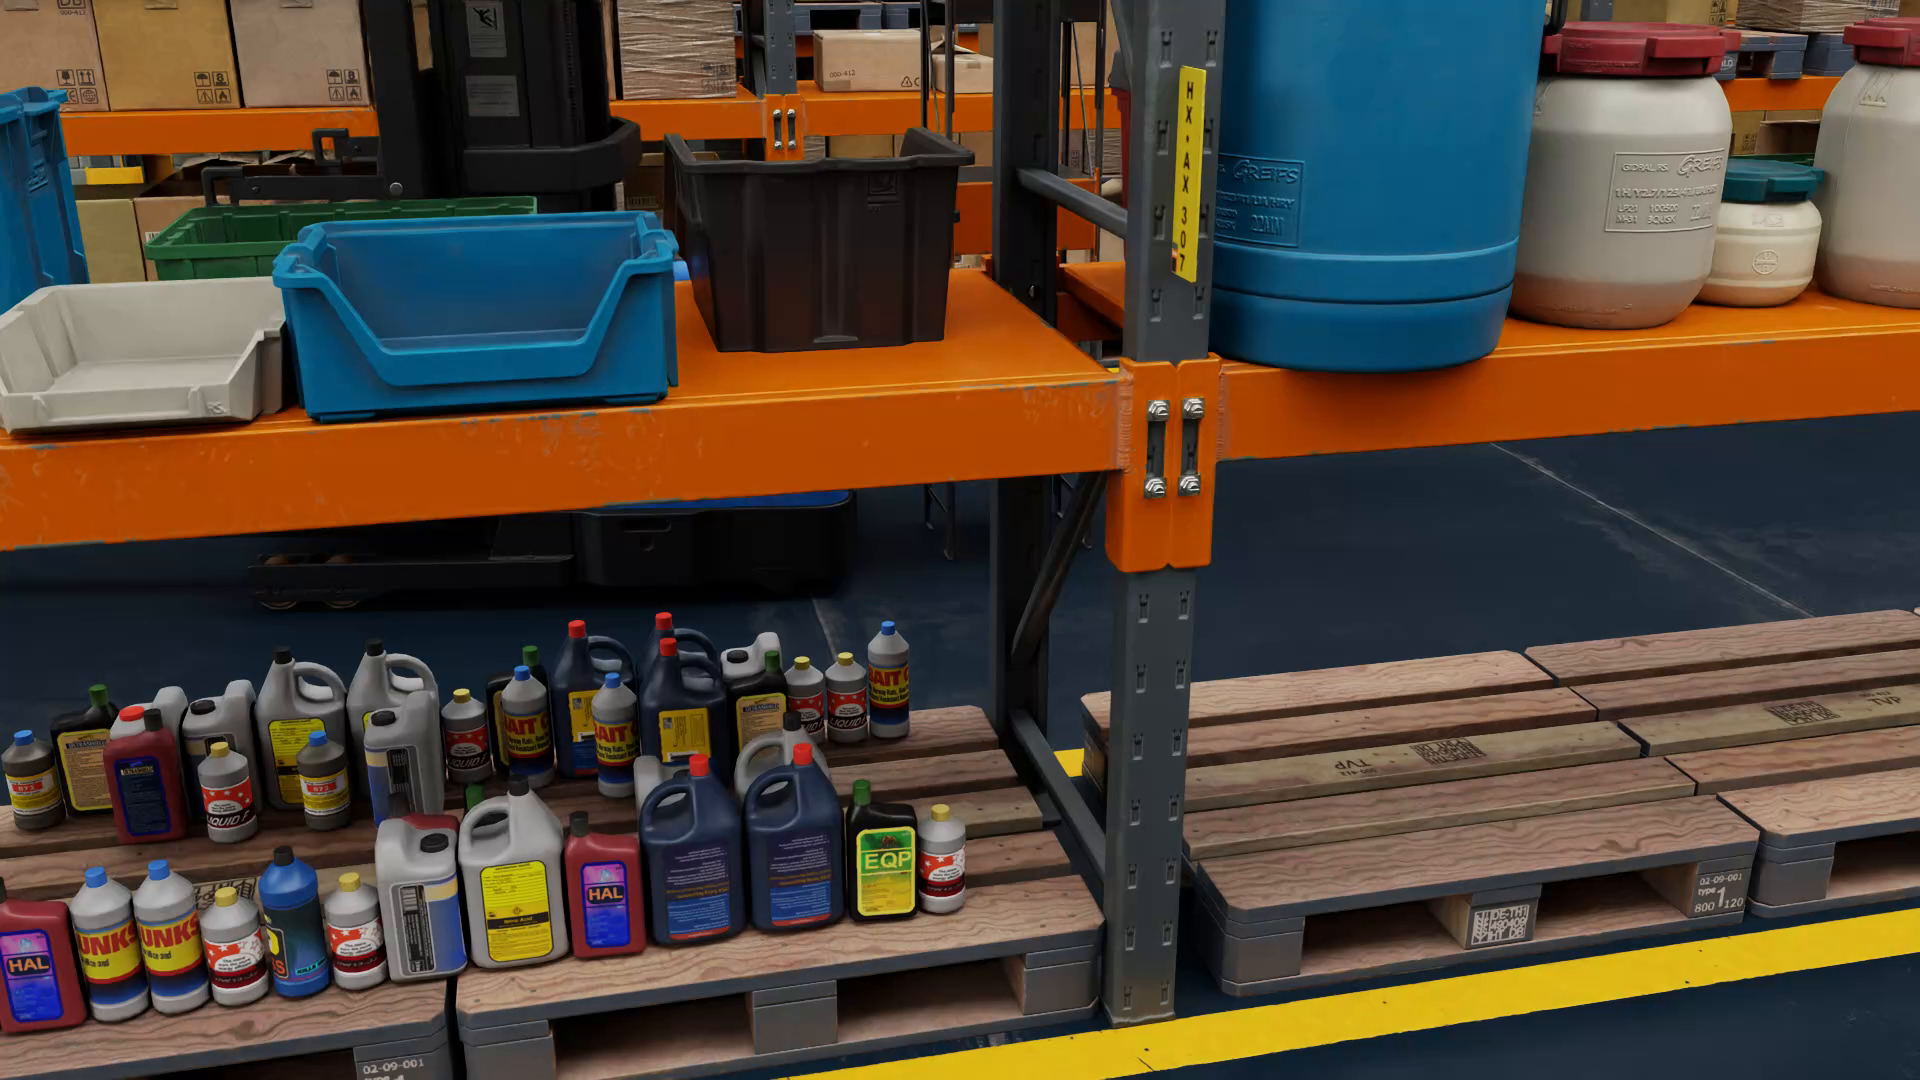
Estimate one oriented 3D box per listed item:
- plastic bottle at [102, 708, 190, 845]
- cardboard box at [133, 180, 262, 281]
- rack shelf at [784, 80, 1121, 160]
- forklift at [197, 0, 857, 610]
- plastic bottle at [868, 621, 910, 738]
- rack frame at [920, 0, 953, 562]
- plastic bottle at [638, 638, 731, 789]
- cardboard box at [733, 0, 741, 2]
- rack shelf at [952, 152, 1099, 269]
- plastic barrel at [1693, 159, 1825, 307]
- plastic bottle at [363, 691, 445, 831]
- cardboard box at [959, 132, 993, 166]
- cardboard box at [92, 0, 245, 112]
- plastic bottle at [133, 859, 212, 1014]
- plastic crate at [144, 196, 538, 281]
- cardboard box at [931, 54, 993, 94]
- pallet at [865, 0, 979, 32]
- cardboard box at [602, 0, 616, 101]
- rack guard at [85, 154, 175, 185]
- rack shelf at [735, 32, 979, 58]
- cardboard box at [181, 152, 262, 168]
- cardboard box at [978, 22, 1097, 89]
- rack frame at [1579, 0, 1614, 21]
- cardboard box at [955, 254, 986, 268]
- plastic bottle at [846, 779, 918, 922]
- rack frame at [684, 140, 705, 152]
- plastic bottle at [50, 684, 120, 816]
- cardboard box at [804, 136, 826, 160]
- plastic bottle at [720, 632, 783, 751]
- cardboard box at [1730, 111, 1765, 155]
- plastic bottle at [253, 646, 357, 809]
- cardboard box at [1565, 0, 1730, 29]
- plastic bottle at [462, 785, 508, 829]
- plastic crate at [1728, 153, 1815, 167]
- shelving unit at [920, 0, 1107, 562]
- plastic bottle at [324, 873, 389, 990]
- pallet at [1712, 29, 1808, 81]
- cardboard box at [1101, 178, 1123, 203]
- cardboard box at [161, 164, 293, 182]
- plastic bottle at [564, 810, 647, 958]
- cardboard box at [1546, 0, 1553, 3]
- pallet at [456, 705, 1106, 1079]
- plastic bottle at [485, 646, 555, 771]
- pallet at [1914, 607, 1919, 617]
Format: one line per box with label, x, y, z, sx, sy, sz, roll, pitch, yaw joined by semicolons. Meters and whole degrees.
plastic bottle;-1.685;0.487;3.435;0.133;0.283;0.061;-5;21;-12
cardboard box;-3.242;-1.284;7.255;0.500;0.500;0.500;-5;21;-12
rack shelf;1.054;-2.110;8.261;4.000;0.370;1.077;-5;21;-12
forklift;-1.876;-1.343;5.221;3.031;2.935;1.130;-1;20;-2
plastic bottle;-0.167;0.321;3.903;0.097;0.271;0.097;0;20;0
rack frame;-0.076;-0.980;5.436;0.015;2.100;0.400;-5;21;-12
plastic bottle;-0.604;0.379;3.631;0.185;0.351;0.144;-5;21;-12
cardboard box;-1.532;-4.230;12.217;0.500;0.500;0.700;-5;21;-12
rack shelf;0.161;-0.986;5.494;0.480;0.518;0.431;-5;21;-12
plastic barrel;1.567;-0.620;3.347;0.301;0.262;0.301;0;20;0
plastic bottle;-1.176;0.462;3.513;0.135;0.276;0.152;-5;21;-12
cardboard box;0.163;-3.172;13.108;0.500;0.500;0.700;-5;21;-13
cardboard box;-3.333;-2.133;7.133;0.500;0.500;0.700;-5;21;-12
plastic bottle;-1.381;0.685;2.910;0.097;0.271;0.097;0;20;0
plastic crate;-1.142;-0.519;3.179;0.662;0.188;0.450;-5;21;-12
cardboard box;0.017;-2.174;7.753;0.250;0.149;0.380;-5;21;-12
pallet;-0.060;-4.004;12.663;1.213;0.211;1.003;-5;21;-12
cardboard box;-1.834;-2.256;7.466;0.500;0.500;0.700;-5;21;-13
rack guard;-5.854;-2.463;11.813;0.348;0.500;1.175;-5;21;-12
rack shelf;-0.089;-3.768;12.787;4.000;0.370;1.077;-5;21;-12
cardboard box;-5.234;-2.600;11.821;0.500;0.311;0.500;-7;21;-19
cardboard box;0.372;-2.434;7.953;0.500;0.500;0.500;-3;20;-9
rack frame;3.001;-2.607;8.569;0.127;3.000;1.000;-5;21;-12
cardboard box;0.056;-1.447;7.974;0.500;0.311;0.500;-5;21;-13
plastic bottle;-0.148;0.586;3.164;0.133;0.283;0.061;-4;20;-10
rack frame;-2.036;-3.948;12.231;0.127;3.000;1.000;-5;21;-12
plastic bottle;-1.853;0.446;3.544;0.133;0.283;0.061;-4;21;-11
cardboard box;-1.323;-3.044;12.759;0.500;0.500;0.700;-4;20;-11
plastic bottle;-0.475;0.354;3.808;0.135;0.276;0.152;-4;20;-11
cardboard box;6.501;-3.629;14.385;0.500;0.500;0.700;-4;21;-12
plastic bottle;-1.415;0.394;3.590;0.185;0.351;0.144;-4;20;-10
cardboard box;3.588;-2.938;8.719;0.500;0.500;0.700;-12;24;-31
plastic bottle;-0.866;0.593;3.144;0.133;0.283;0.061;-5;21;-12
plastic crate;1.874;-0.764;3.849;0.662;0.188;0.450;-5;21;-12
shelving unit;0.161;-0.999;5.489;0.503;2.100;0.431;-5;21;-12
plastic bottle;-1.085;0.694;2.988;0.097;0.201;0.097;0;20;0
pallet;3.644;-2.594;8.813;1.003;0.211;1.213;-5;21;-12
cardboard box;0.917;-1.708;8.688;0.500;0.311;0.500;-5;21;-13
cardboard box;-3.361;-1.458;7.730;0.500;0.500;0.500;-5;21;-12
plastic bottle;-0.652;0.627;3.052;0.133;0.283;0.061;-3;20;-9
cardboard box;4.864;-4.612;13.438;0.500;0.500;0.500;-4;21;-12
pallet;-0.419;0.717;3.550;1.213;0.211;1.003;-5;21;-12
plastic bottle;-0.991;0.376;3.736;0.133;0.283;0.061;-4;20;-10
pallet;3.374;0.409;4.390;1.213;0.211;1.003;-5;21;-12
